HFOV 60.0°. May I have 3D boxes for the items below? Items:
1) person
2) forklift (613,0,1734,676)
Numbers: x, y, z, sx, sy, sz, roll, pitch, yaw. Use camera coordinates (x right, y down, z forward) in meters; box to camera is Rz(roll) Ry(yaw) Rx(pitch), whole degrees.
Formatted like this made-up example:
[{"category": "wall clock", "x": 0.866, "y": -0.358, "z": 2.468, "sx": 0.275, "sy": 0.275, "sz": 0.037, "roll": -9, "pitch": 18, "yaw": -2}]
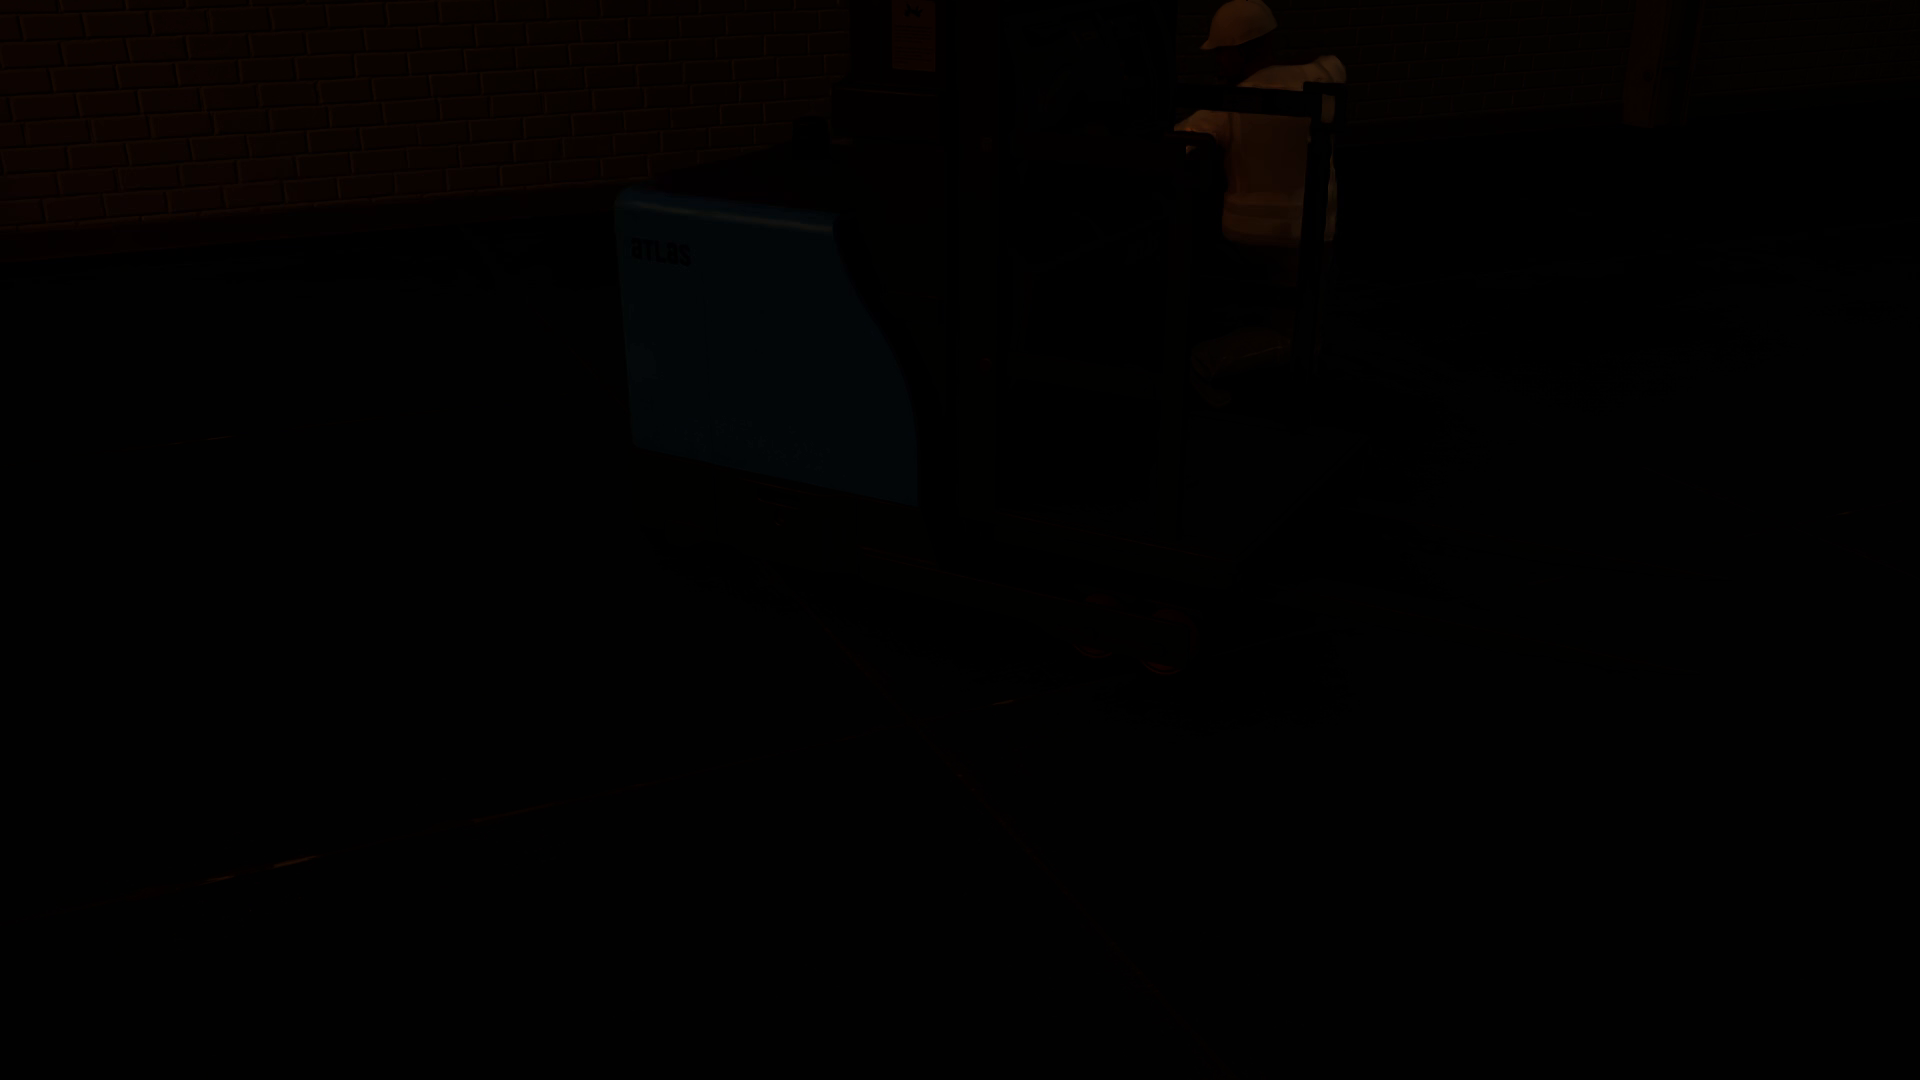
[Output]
[{"category": "person", "x": 1.008, "y": -1.260, "z": 6.242, "sx": 0.839, "sy": 1.502, "sz": 0.973, "roll": 15, "pitch": 27, "yaw": 32}, {"category": "forklift", "x": 0.533, "y": -1.239, "z": 4.269, "sx": 3.031, "sy": 2.935, "sz": 1.130, "roll": 12, "pitch": 25, "yaw": 27}]
